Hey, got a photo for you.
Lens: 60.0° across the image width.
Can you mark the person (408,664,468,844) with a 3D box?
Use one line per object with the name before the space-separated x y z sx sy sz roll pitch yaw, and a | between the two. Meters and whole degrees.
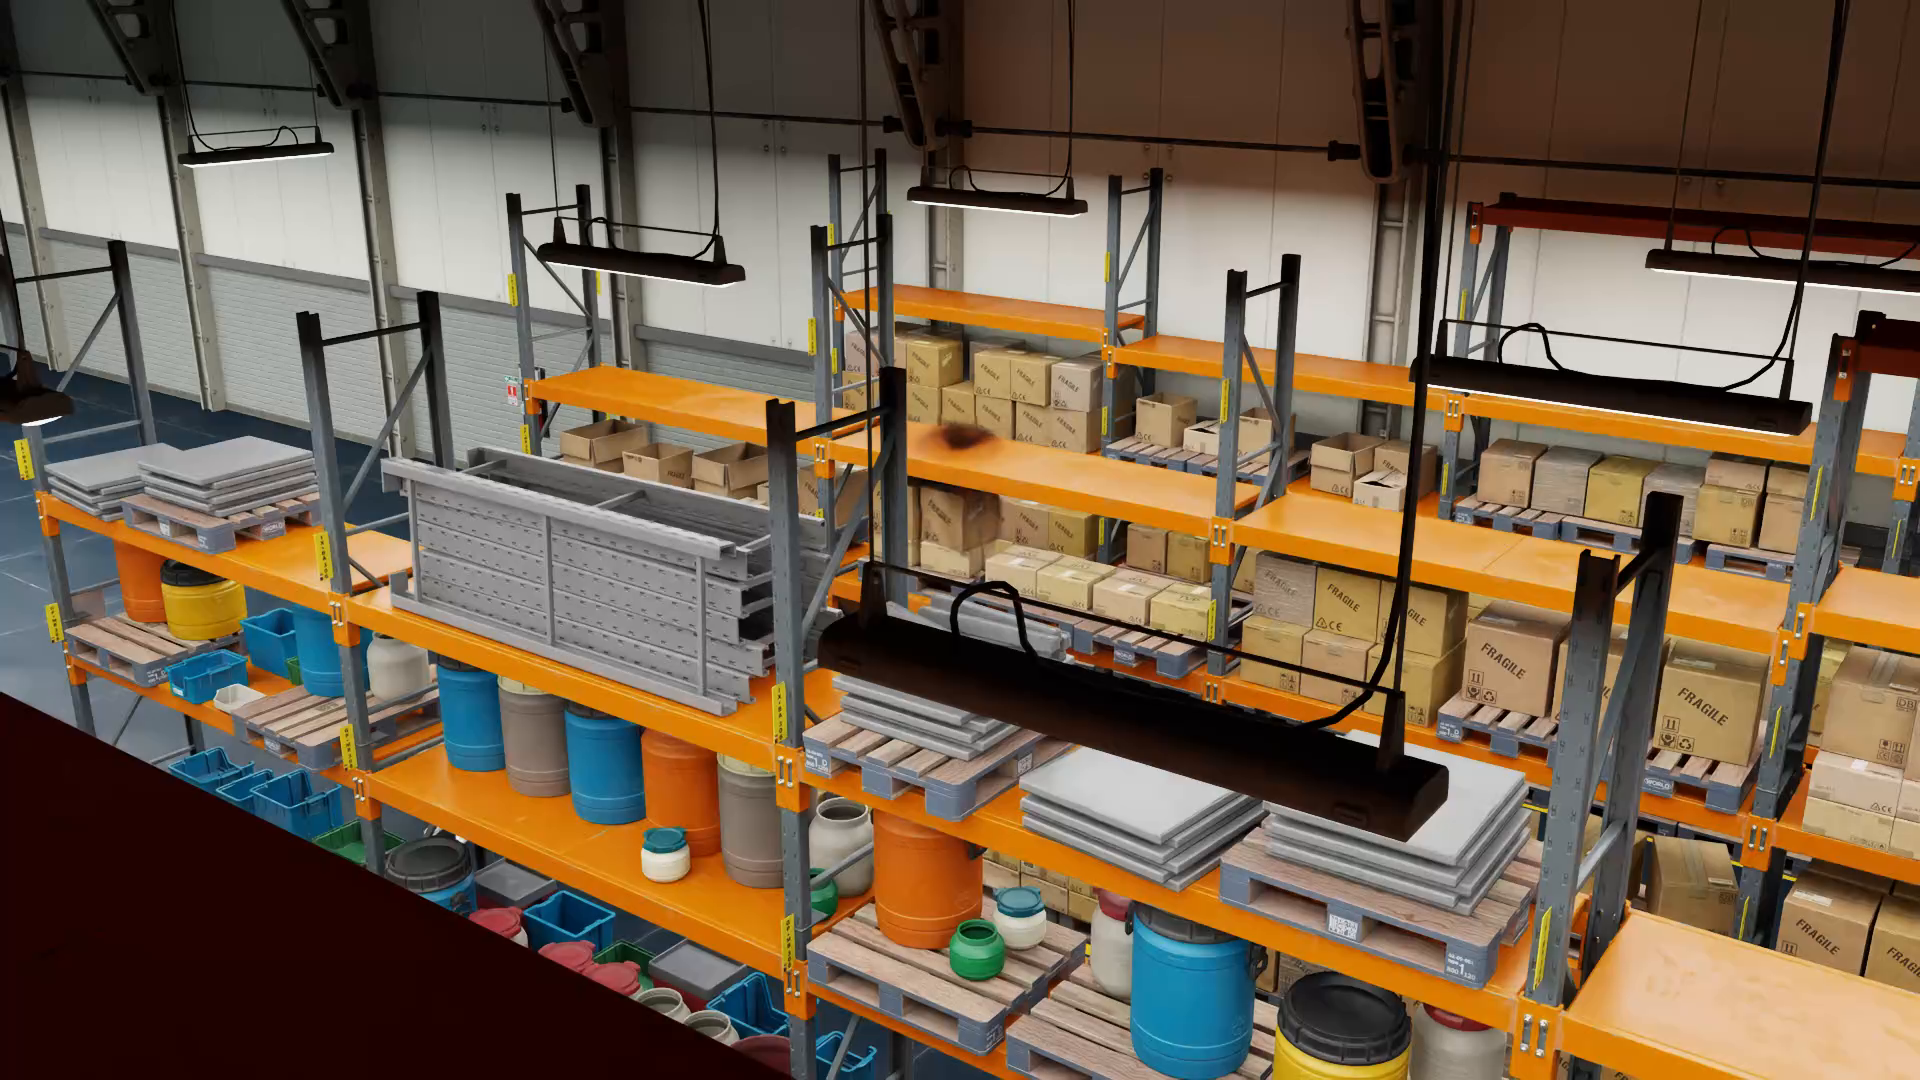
person | -5.097 2.081 16.173 0.667 1.827 0.447 1 19 3
